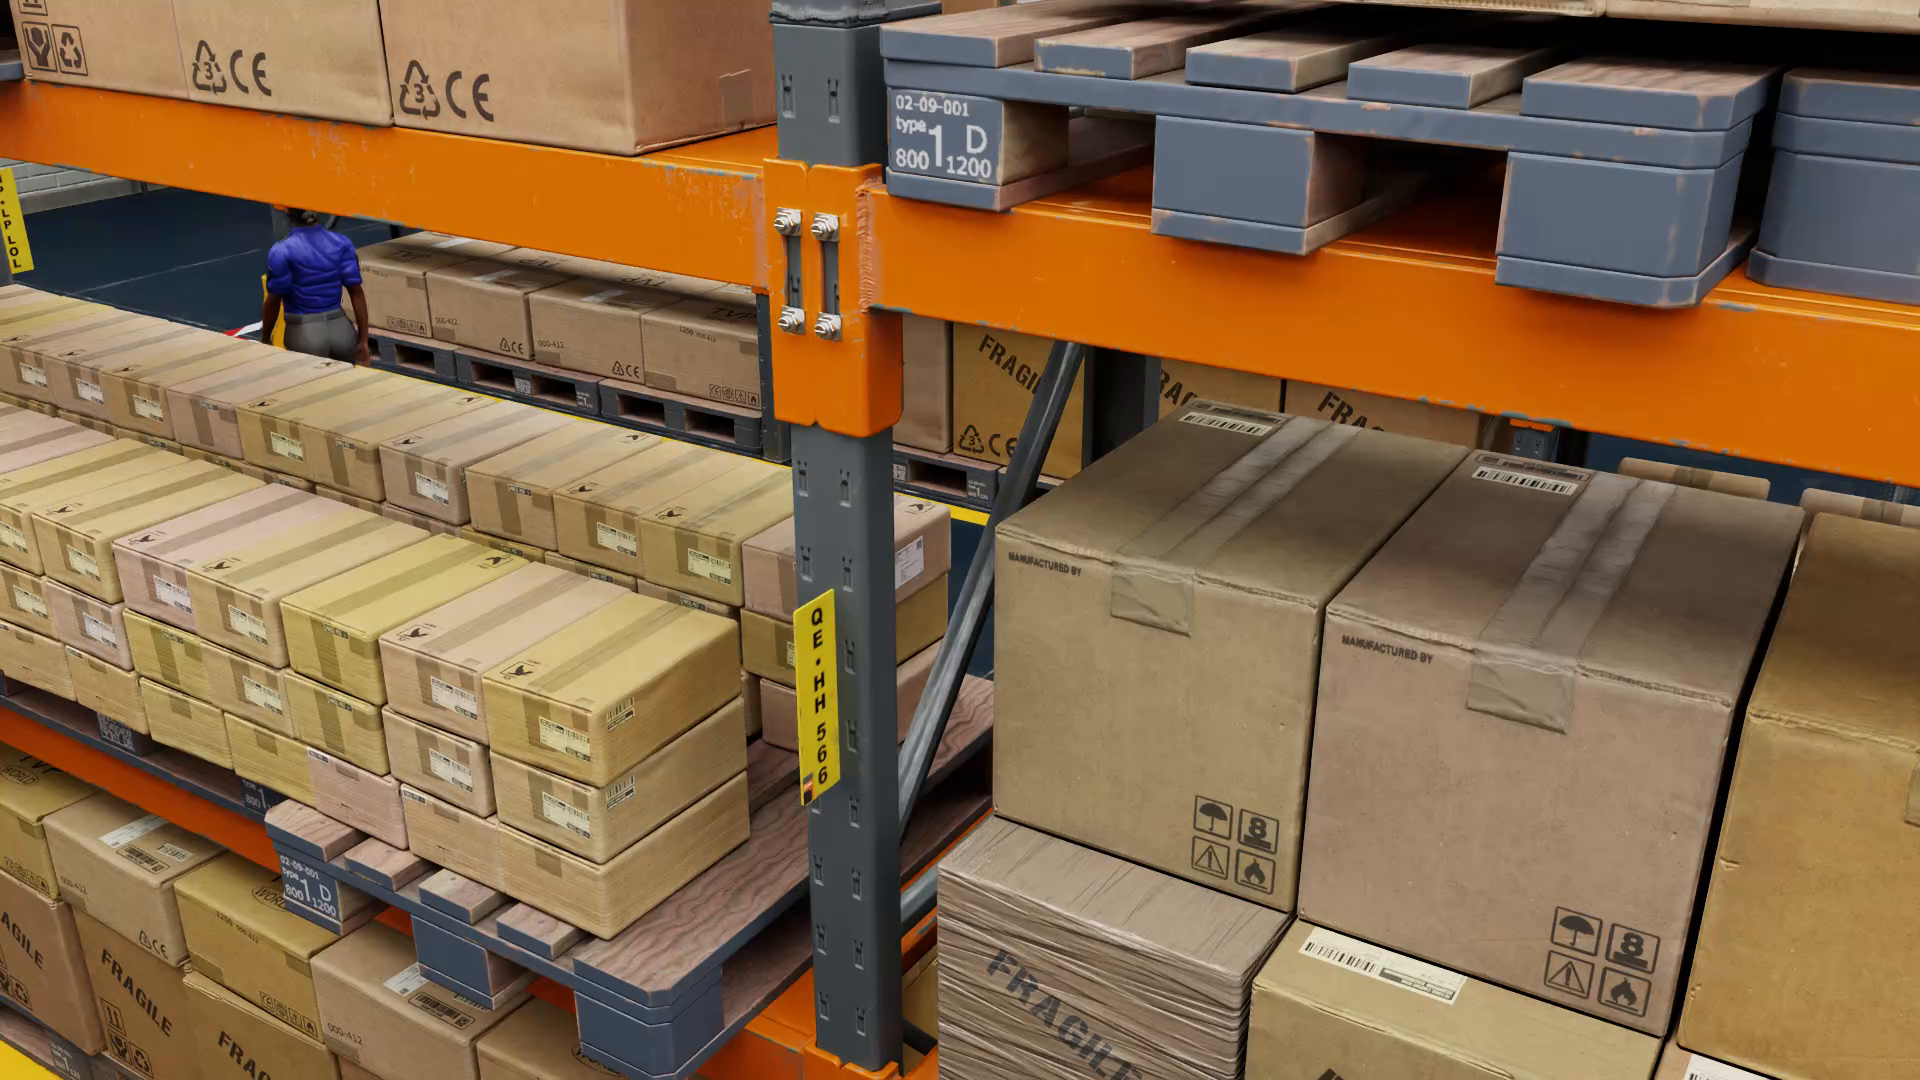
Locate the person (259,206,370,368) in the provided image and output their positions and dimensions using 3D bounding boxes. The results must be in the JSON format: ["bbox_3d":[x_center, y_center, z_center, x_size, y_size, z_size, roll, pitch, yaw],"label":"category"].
[{"bbox_3d":[-3.322,-1.036,8.486,0.930,1.609,0.458,20,30,38],"label":"person"}]
